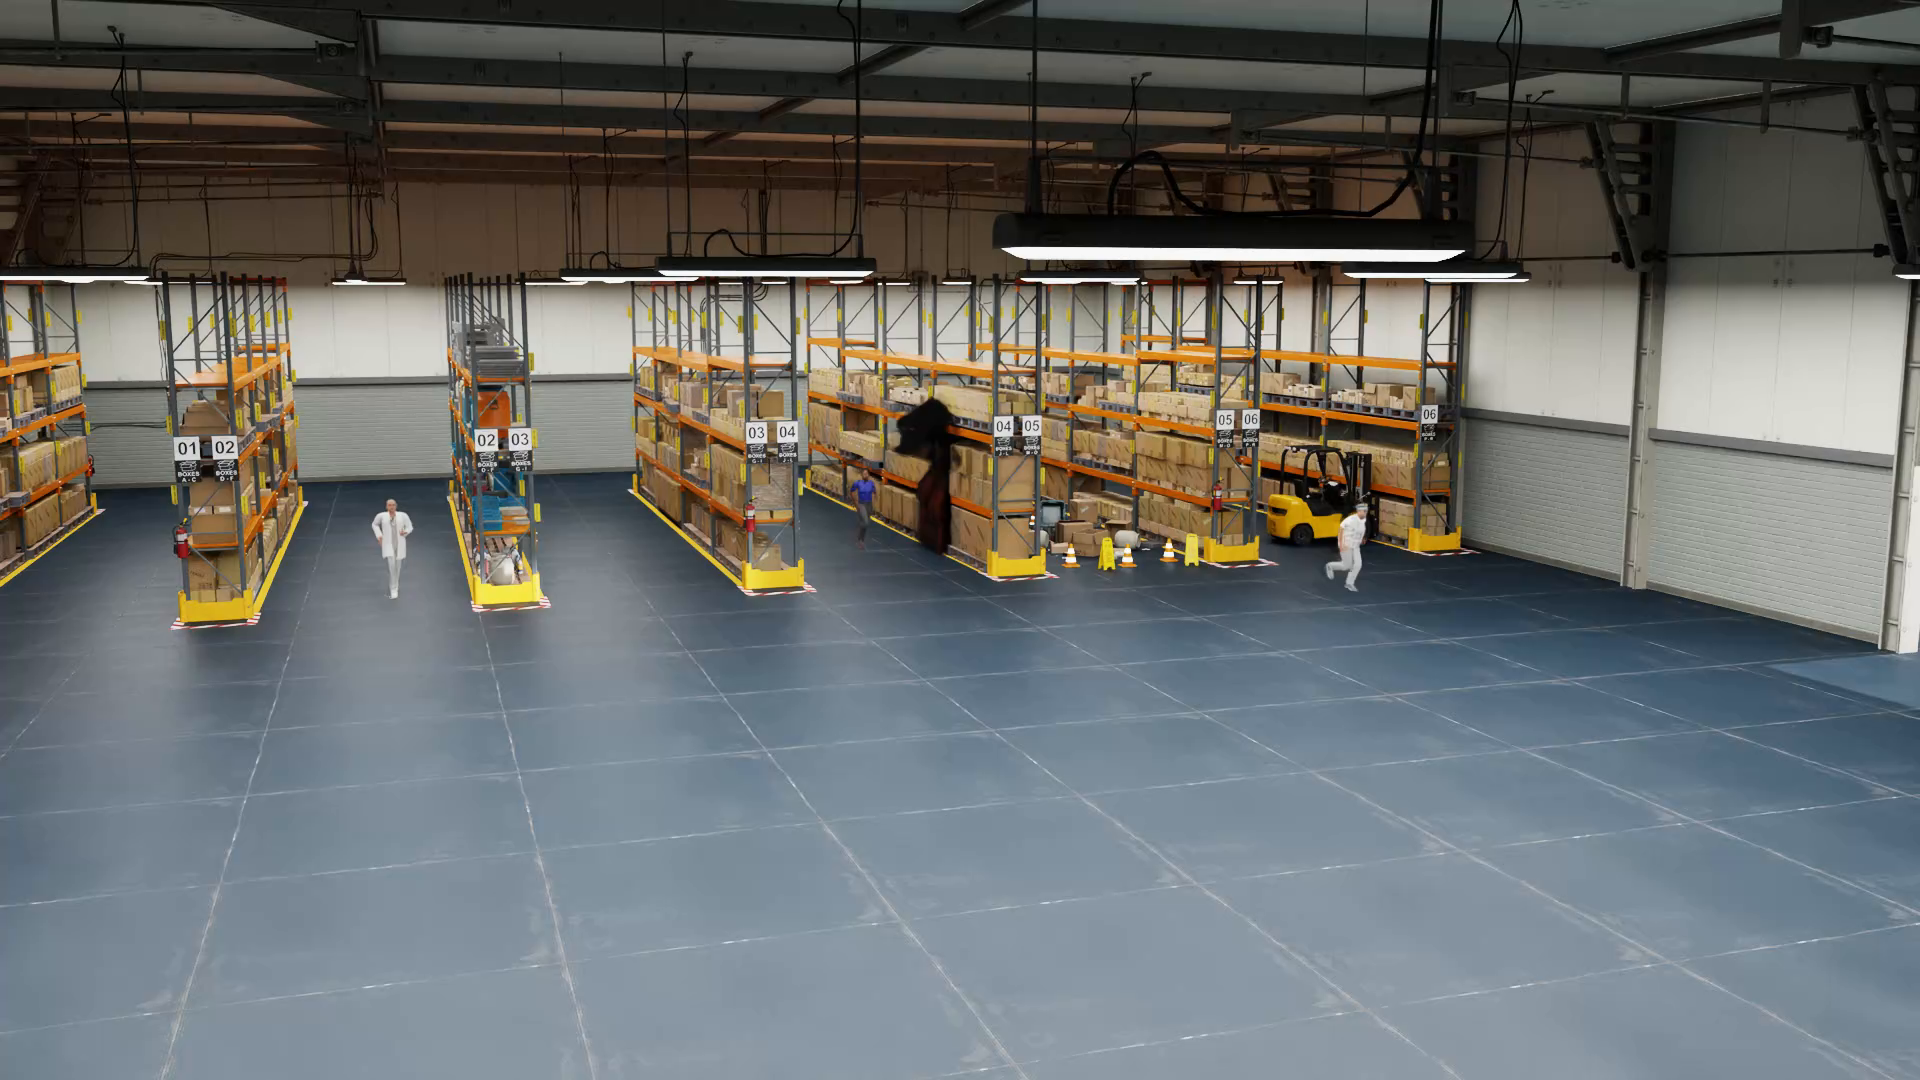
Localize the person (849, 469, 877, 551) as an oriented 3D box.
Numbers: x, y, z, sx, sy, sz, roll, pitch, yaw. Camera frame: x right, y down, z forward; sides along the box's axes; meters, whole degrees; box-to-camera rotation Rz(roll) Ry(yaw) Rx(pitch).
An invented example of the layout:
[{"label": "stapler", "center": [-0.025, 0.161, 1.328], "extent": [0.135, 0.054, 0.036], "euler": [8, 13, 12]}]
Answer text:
[{"label": "person", "center": [-1.991, -0.641, 35.138], "extent": [0.551, 1.722, 0.667], "euler": [-5, 10, -31]}]

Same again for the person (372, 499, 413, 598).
[{"label": "person", "center": [-10.610, 0.124, 31.187], "extent": [0.695, 1.805, 0.982], "euler": [-5, 10, -28]}]

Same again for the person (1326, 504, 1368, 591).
[{"label": "person", "center": [7.433, 0.117, 31.897], "extent": [0.856, 1.711, 0.662], "euler": [8, 12, 44]}]

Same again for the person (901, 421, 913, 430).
[{"label": "person", "center": [-1.657, -2.907, 51.569], "extent": [0.791, 1.733, 0.714], "euler": [-7, 11, -39]}]
